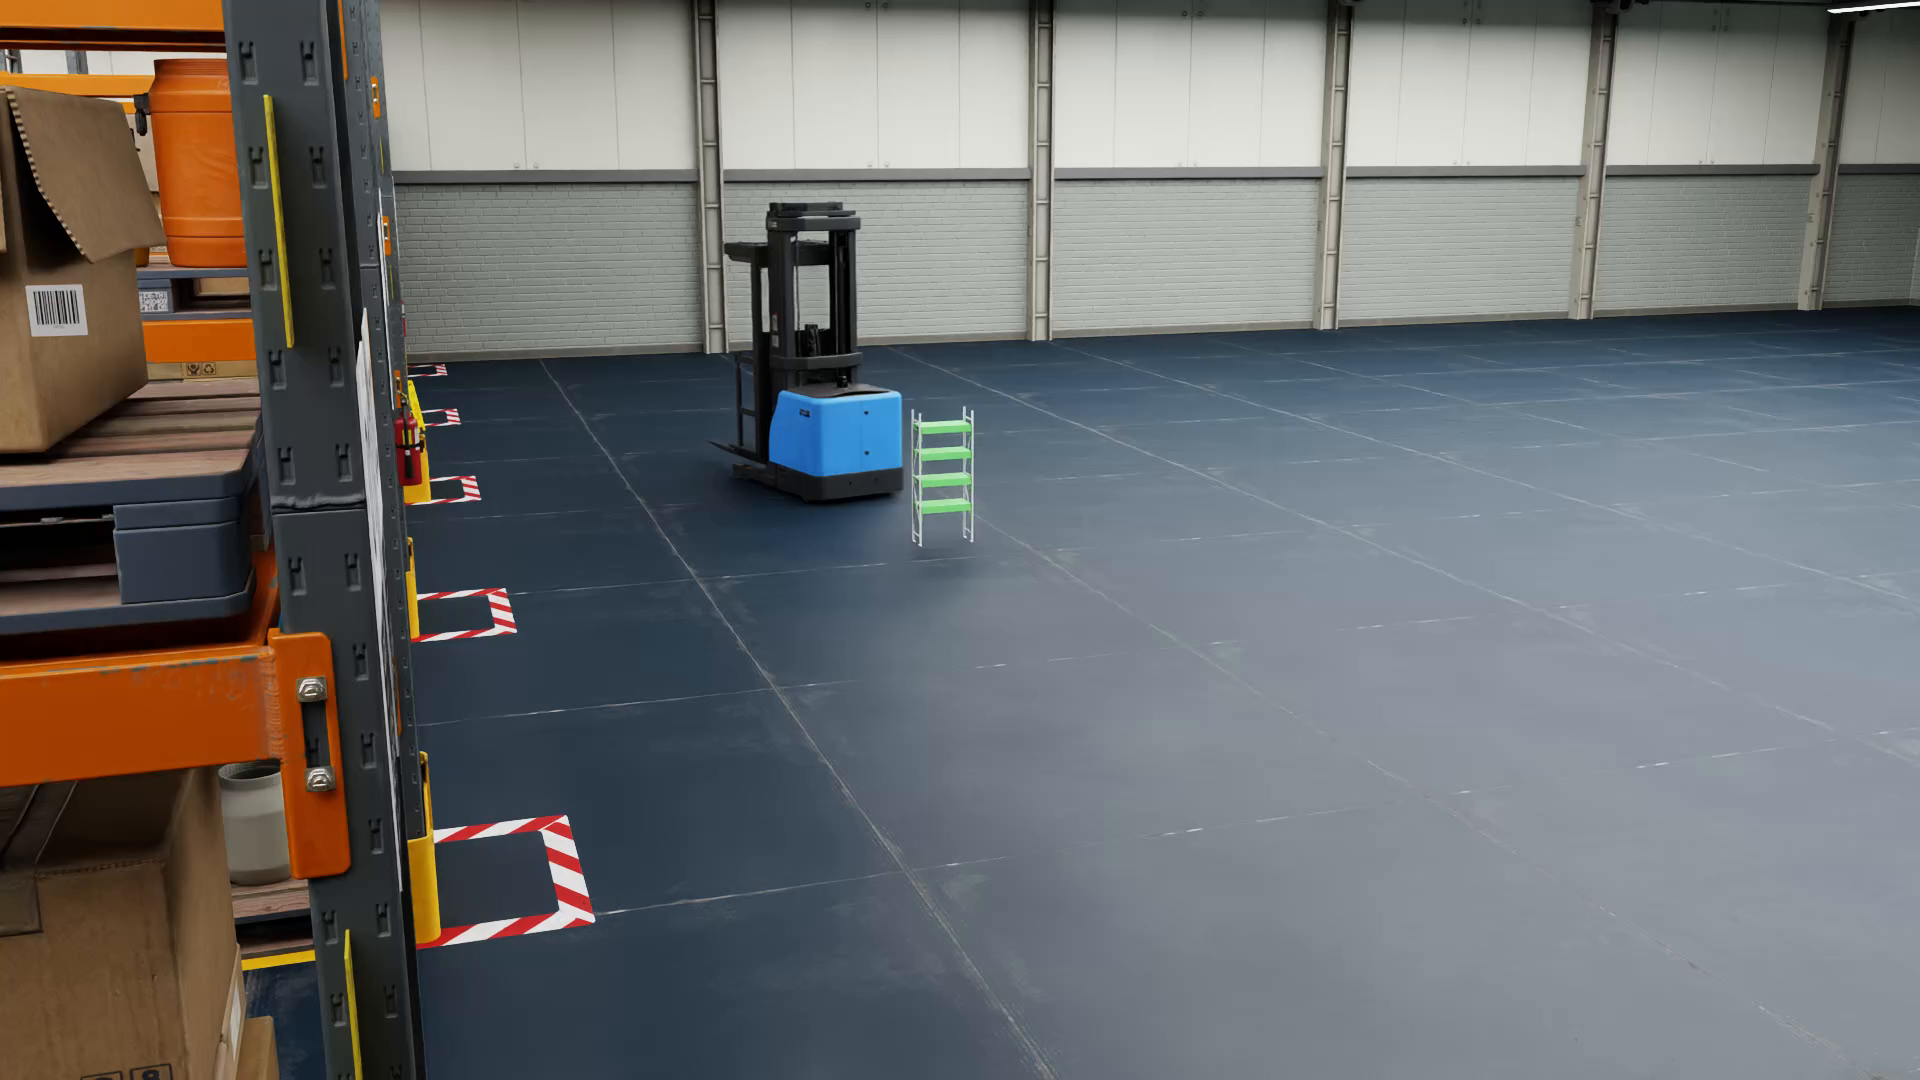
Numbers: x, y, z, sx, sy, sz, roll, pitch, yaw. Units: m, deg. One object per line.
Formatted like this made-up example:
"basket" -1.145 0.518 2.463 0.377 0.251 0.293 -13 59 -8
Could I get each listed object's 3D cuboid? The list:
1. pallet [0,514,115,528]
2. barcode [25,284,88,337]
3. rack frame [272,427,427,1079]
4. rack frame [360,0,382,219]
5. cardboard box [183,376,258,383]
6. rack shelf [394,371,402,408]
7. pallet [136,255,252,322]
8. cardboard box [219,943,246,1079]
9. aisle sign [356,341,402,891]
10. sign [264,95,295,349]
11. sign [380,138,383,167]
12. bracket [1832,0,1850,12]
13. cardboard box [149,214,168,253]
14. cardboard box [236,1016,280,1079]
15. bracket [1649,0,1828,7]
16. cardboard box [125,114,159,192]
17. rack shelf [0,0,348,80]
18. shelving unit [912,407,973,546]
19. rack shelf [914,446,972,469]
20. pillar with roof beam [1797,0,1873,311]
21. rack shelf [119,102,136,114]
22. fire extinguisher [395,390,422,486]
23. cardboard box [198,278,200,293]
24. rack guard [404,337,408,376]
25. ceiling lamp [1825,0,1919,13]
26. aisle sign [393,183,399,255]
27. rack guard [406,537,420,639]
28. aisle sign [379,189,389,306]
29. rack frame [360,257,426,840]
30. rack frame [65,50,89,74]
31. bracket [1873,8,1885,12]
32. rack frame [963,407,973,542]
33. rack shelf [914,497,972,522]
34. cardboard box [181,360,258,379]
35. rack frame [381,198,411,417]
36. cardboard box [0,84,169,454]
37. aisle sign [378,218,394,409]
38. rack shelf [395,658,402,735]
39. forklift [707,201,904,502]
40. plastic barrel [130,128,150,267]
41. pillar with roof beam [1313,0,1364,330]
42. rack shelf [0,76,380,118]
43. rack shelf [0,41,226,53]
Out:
"pallet" -8.751 -0.346 16.140 1.213 0.211 1.003 -4 14 -18
"barcode" -1.196 -0.304 2.202 0.075 0.075 0.001 -4 14 -18
"rack frame" -1.063 1.310 3.154 0.127 3.000 1.000 -4 14 -18
"rack frame" -4.219 -3.782 11.595 0.127 3.000 1.000 -4 14 -18
"cardboard box" -5.185 -0.959 11.832 0.500 0.500 0.875 -4 14 -18
"rack shelf" -7.601 -1.461 16.357 4.000 0.370 1.077 -4 14 -18
"pallet" -3.455 -1.105 7.231 1.213 0.211 1.003 -4 14 -18
"cardboard box" -1.504 0.927 3.144 0.250 0.149 0.380 -5 14 -18
"aisle sign" -0.908 0.105 2.603 0.004 0.787 0.394 -4 14 -18
"sign" -0.904 -0.422 2.209 0.005 0.325 0.100 -4 14 -18
"sign" -5.546 -3.690 15.949 0.005 0.325 0.100 -4 14 -18
"bracket" 18.239 -11.047 34.359 0.430 0.232 0.235 -4 14 -18
"cardboard box" -5.556 -2.085 11.267 0.500 0.250 0.500 -4 14 -17
"cardboard box" -1.510 1.293 3.010 0.500 0.500 0.700 -4 14 -18
"bracket" 15.797 -10.856 33.560 4.783 0.066 0.076 -4 14 -18
"cardboard box" -5.608 -2.589 11.124 0.500 0.500 0.500 -4 14 -18
"rack shelf" -4.535 -2.003 6.537 4.000 0.370 1.077 -4 14 -18
"shelving unit" -0.157 -0.571 14.953 0.503 1.200 0.258 -4 14 -18
"rack shelf" -0.157 -0.743 14.912 0.480 0.148 0.258 -4 14 -18
"pillar with roof beam" 19.892 -8.460 31.262 0.548 9.000 9.100 -4 14 -18
"rack shelf" -10.862 -6.351 24.817 4.000 0.370 1.077 -4 14 -18
"fire extinguisher" -3.964 -0.733 11.909 0.183 0.674 0.296 -4 14 -18
"cardboard box" -7.596 -2.398 16.084 0.500 0.550 0.875 -4 14 -18
"rack guard" -8.944 -2.911 26.299 0.348 0.500 1.175 -4 14 -18
"ceiling lamp" 16.372 -10.917 28.978 0.800 3.185 2.000 -4 14 -18
"aisle sign" -5.543 -3.163 16.339 0.004 0.787 0.394 -4 14 -18
"rack guard" -4.291 0.359 12.555 0.348 0.500 1.175 -4 14 -18
"aisle sign" -4.065 -2.067 11.731 0.004 0.787 0.394 -4 14 -18
"rack frame" -2.640 0.223 7.723 0.127 3.000 1.000 -4 14 -18
"rack frame" -12.758 -6.748 24.067 0.127 3.000 1.000 -4 14 -18
"bracket" 19.026 -11.108 34.617 0.430 0.232 0.235 -4 14 -18
"rack frame" 0.074 -0.590 15.028 0.015 1.200 0.240 -4 14 -18
"rack shelf" -0.157 -0.276 15.023 0.480 0.148 0.258 -4 14 -18
"cardboard box" -5.134 -1.410 11.569 0.500 0.500 0.500 -4 14 -18
"rack frame" -5.706 -1.958 16.894 0.127 3.000 1.000 -4 14 -18
"cardboard box" -1.609 -0.431 2.556 0.637 0.503 0.797 -3 14 -14
"aisle sign" -2.477 -0.982 7.170 0.004 0.787 0.394 -4 14 -18
"rack shelf" -4.535 0.721 7.185 4.000 0.370 1.077 -4 14 -18
"forklift" -1.794 -2.098 17.629 1.130 2.935 3.031 -8 16 -32
"plastic barrel" -3.680 -1.420 6.834 0.600 0.588 0.600 0 13 0
"pillar with roof beam" 8.519 -7.574 27.539 0.548 9.000 9.100 -4 14 -18
"rack shelf" -7.601 -4.185 15.709 4.000 0.370 1.077 -4 14 -18
"rack shelf" -6.115 -3.283 11.058 4.000 0.370 1.077 -4 14 -18
